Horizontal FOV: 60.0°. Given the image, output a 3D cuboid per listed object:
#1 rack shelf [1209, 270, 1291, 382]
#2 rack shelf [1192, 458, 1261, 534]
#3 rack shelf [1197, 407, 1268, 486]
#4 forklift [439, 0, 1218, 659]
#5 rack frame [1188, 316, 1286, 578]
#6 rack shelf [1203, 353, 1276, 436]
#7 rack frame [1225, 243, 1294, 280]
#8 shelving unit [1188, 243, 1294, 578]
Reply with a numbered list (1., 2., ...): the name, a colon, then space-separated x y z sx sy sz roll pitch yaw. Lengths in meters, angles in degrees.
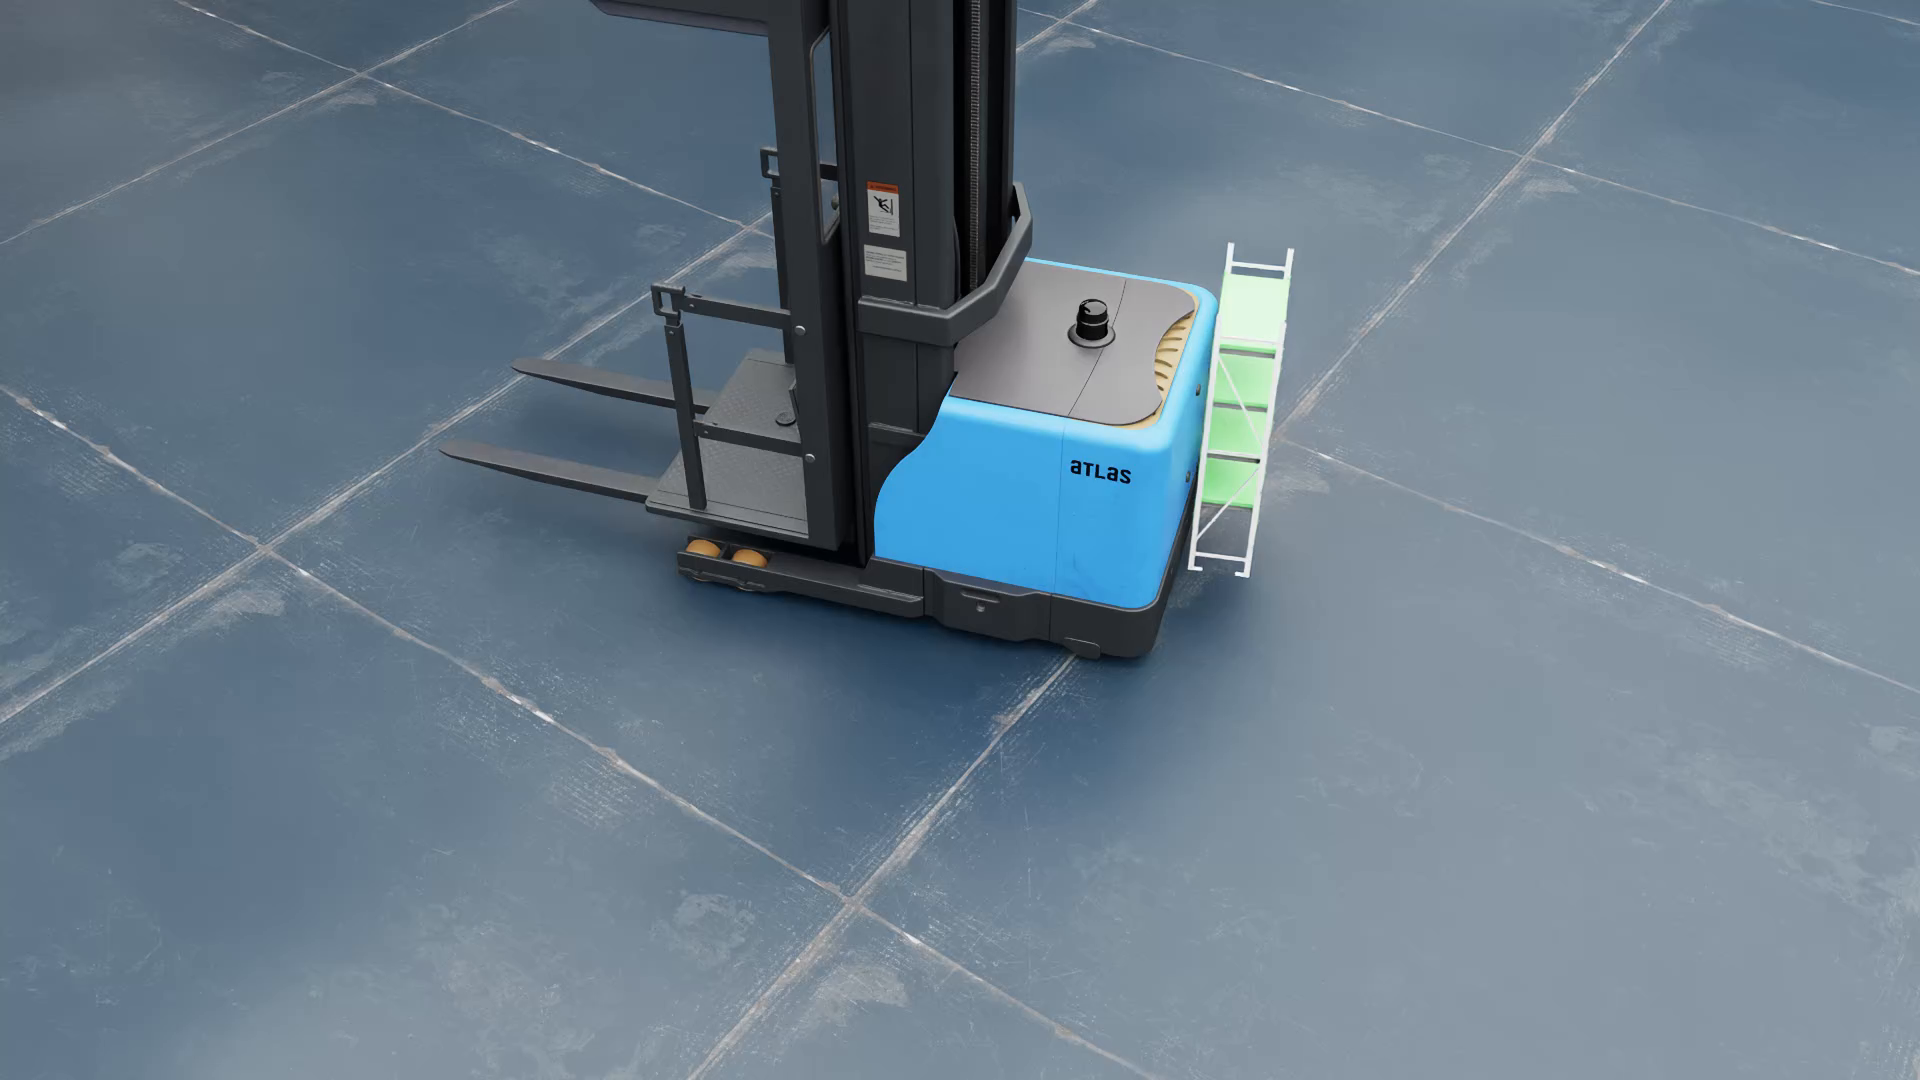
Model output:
1. rack shelf: 1.068 -0.789 6.106 0.258 0.148 0.480 7 42 9
2. rack shelf: 1.073 -0.252 6.586 0.258 0.148 0.480 7 42 9
3. rack shelf: 1.071 -0.431 6.426 0.258 0.148 0.480 7 42 9
4. forklift: -0.600 -1.215 5.910 3.031 2.935 1.130 12 43 13
5. rack frame: 1.022 -0.319 6.205 0.240 1.200 0.015 7 42 9
6. rack shelf: 1.070 -0.610 6.266 0.258 0.148 0.480 7 42 9
7. rack frame: 1.120 -0.638 6.562 0.240 1.200 0.015 7 42 9
8. shelving unit: 1.071 -0.478 6.383 0.258 1.200 0.503 7 42 9
